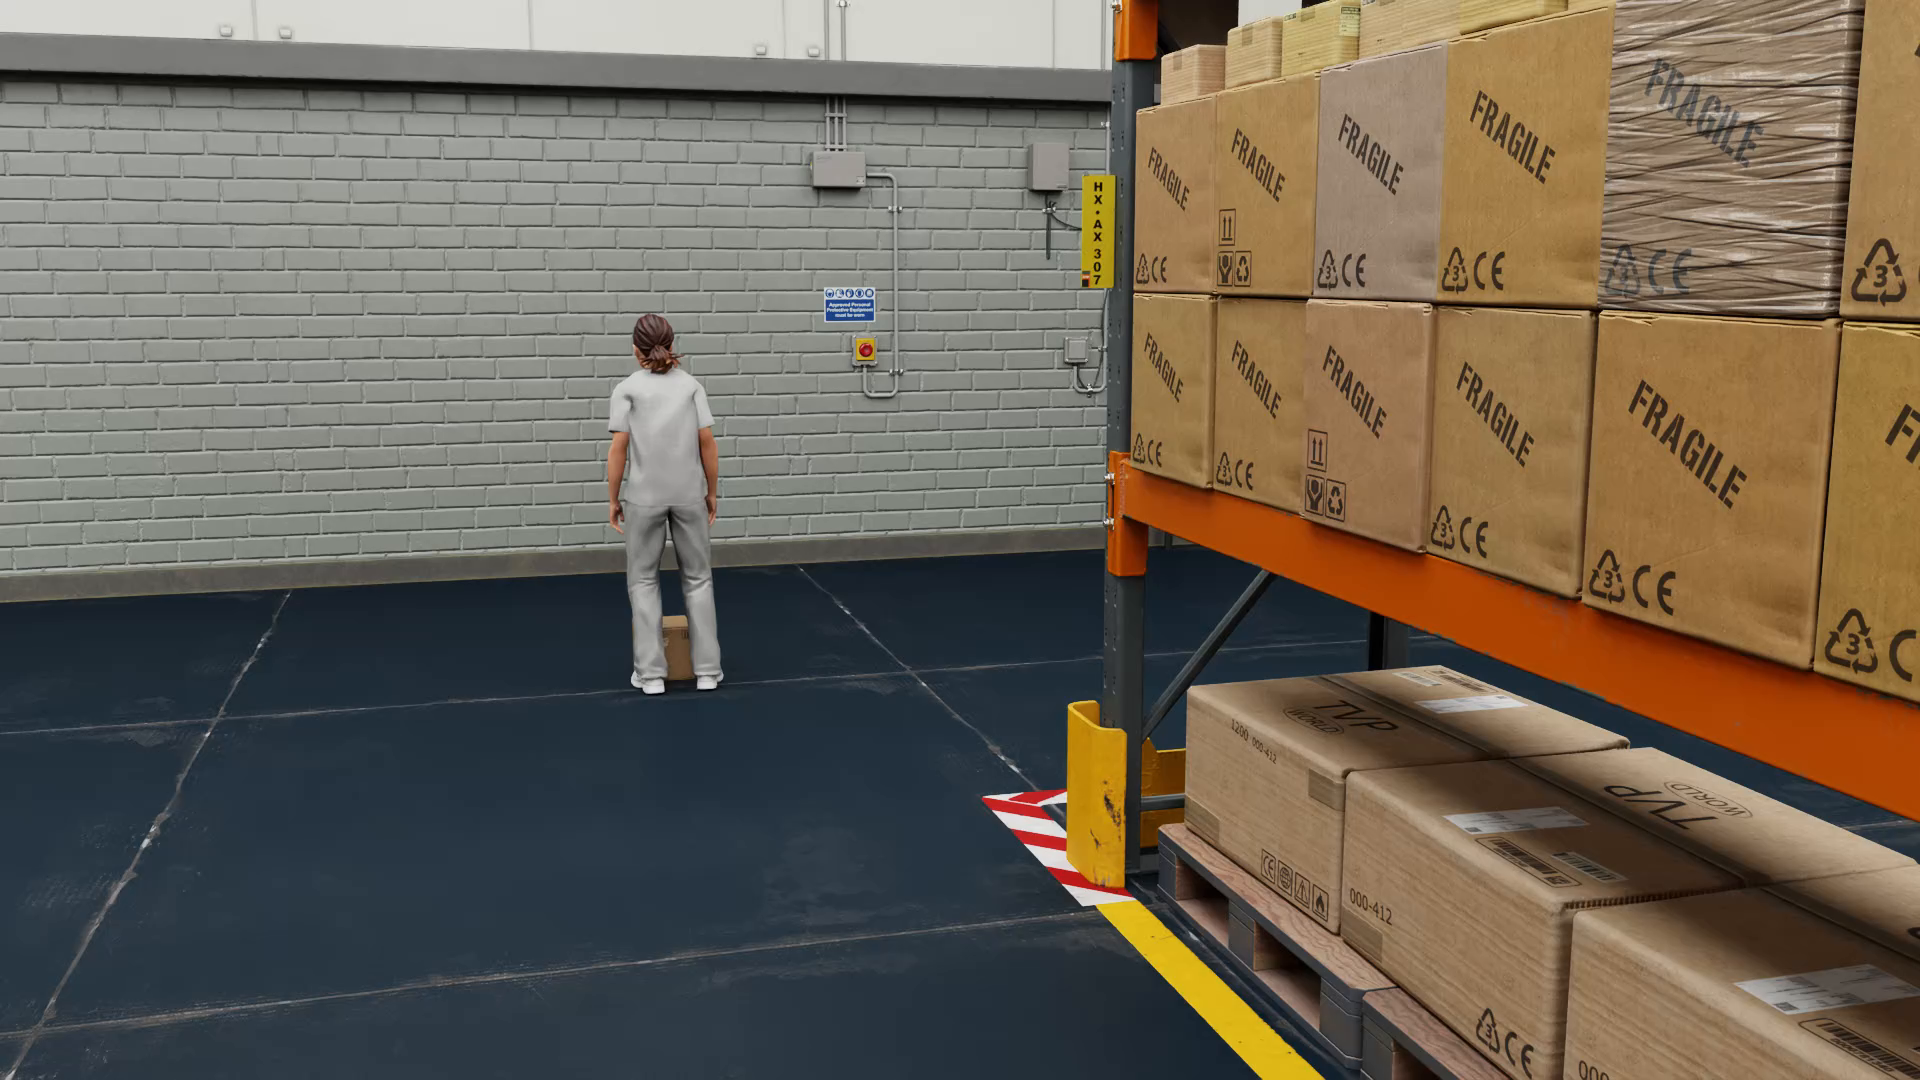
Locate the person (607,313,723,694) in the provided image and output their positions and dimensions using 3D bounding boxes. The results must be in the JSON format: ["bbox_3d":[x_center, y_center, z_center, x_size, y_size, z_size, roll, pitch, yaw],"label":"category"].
[{"bbox_3d":[-1.300,-0.160,7.357,0.513,1.671,0.362,-3,10,-19],"label":"person"}]
